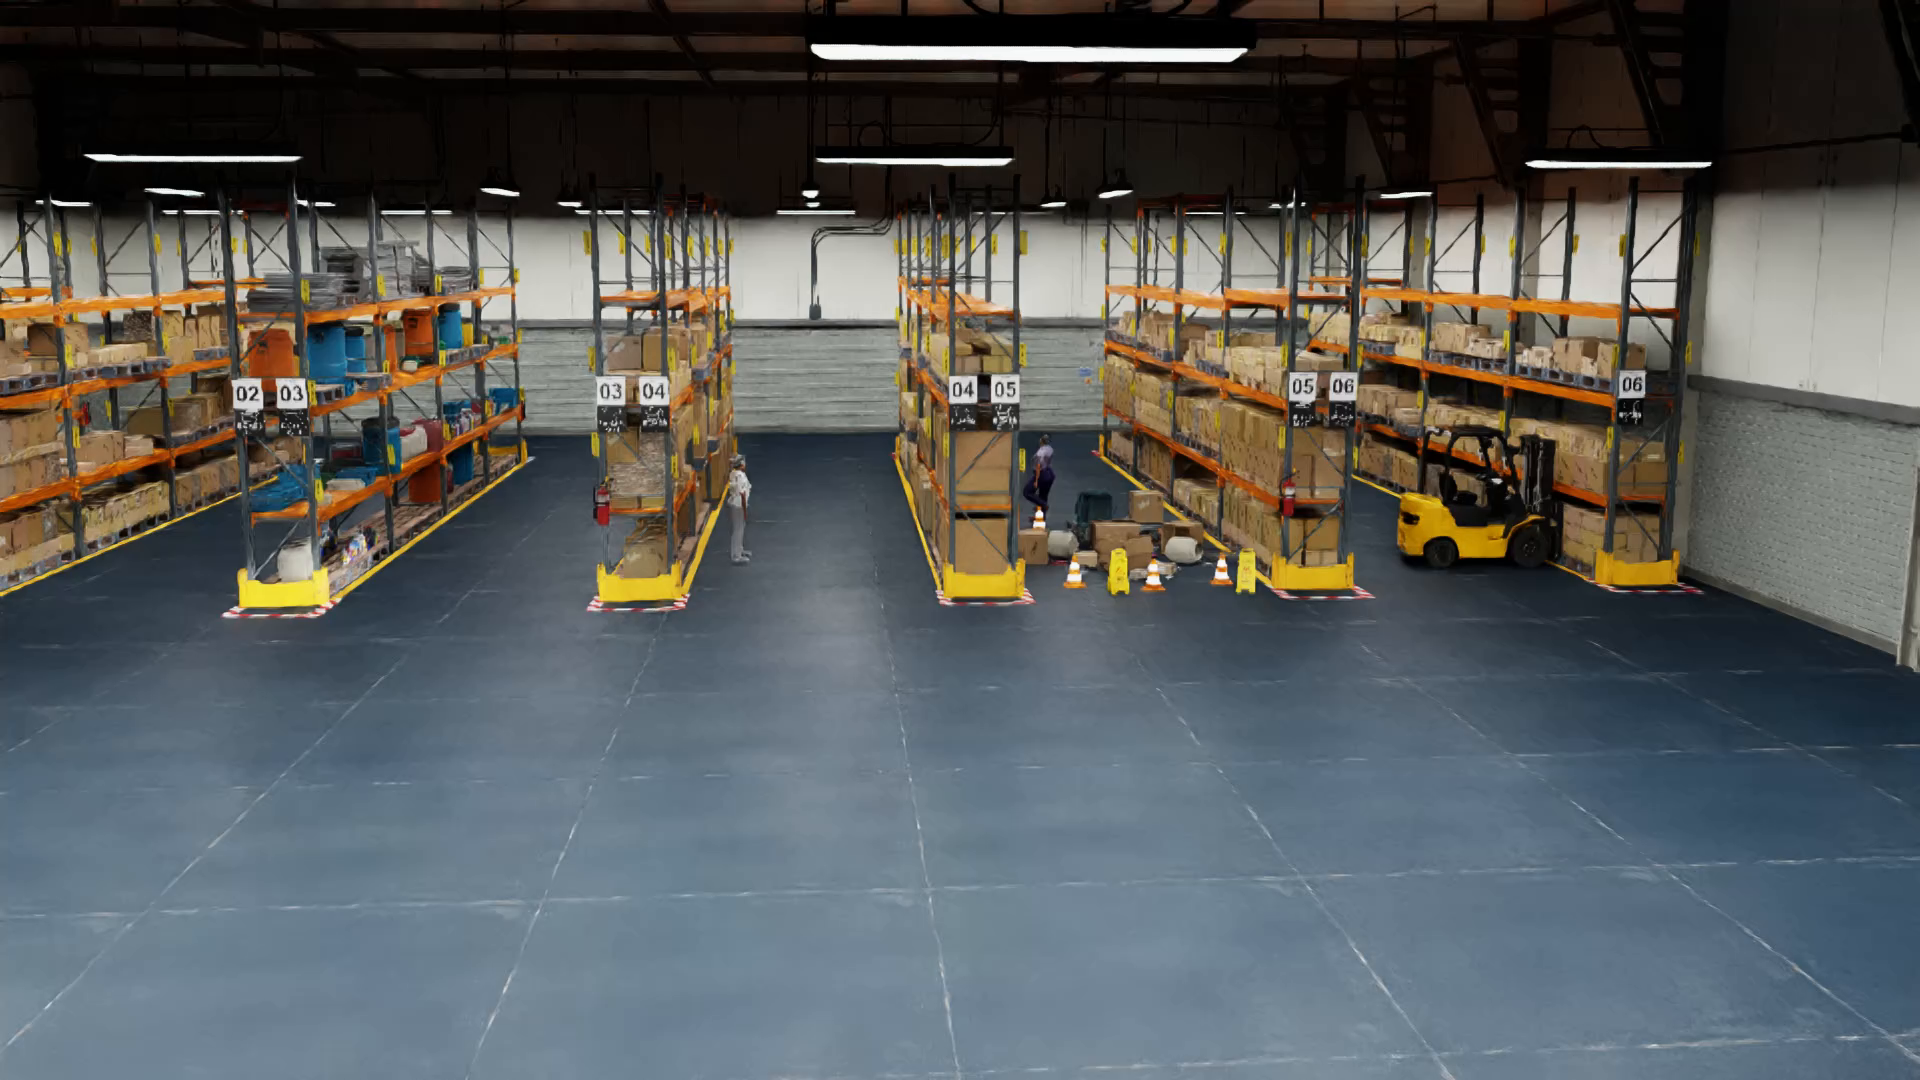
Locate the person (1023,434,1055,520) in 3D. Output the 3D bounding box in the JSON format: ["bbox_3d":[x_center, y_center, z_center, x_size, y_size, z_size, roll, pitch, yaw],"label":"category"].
[{"bbox_3d":[1.455,-1.133,30.301,0.496,1.619,0.523,5,11,26],"label":"person"}]

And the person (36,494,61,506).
[{"bbox_3d":[-17.437,-1.363,31.633,0.682,1.675,0.529,-1,10,-7],"label":"person"}]

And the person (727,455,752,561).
[{"bbox_3d":[-3.523,-0.528,26.779,0.443,1.680,0.545,-5,11,-26],"label":"person"}]
